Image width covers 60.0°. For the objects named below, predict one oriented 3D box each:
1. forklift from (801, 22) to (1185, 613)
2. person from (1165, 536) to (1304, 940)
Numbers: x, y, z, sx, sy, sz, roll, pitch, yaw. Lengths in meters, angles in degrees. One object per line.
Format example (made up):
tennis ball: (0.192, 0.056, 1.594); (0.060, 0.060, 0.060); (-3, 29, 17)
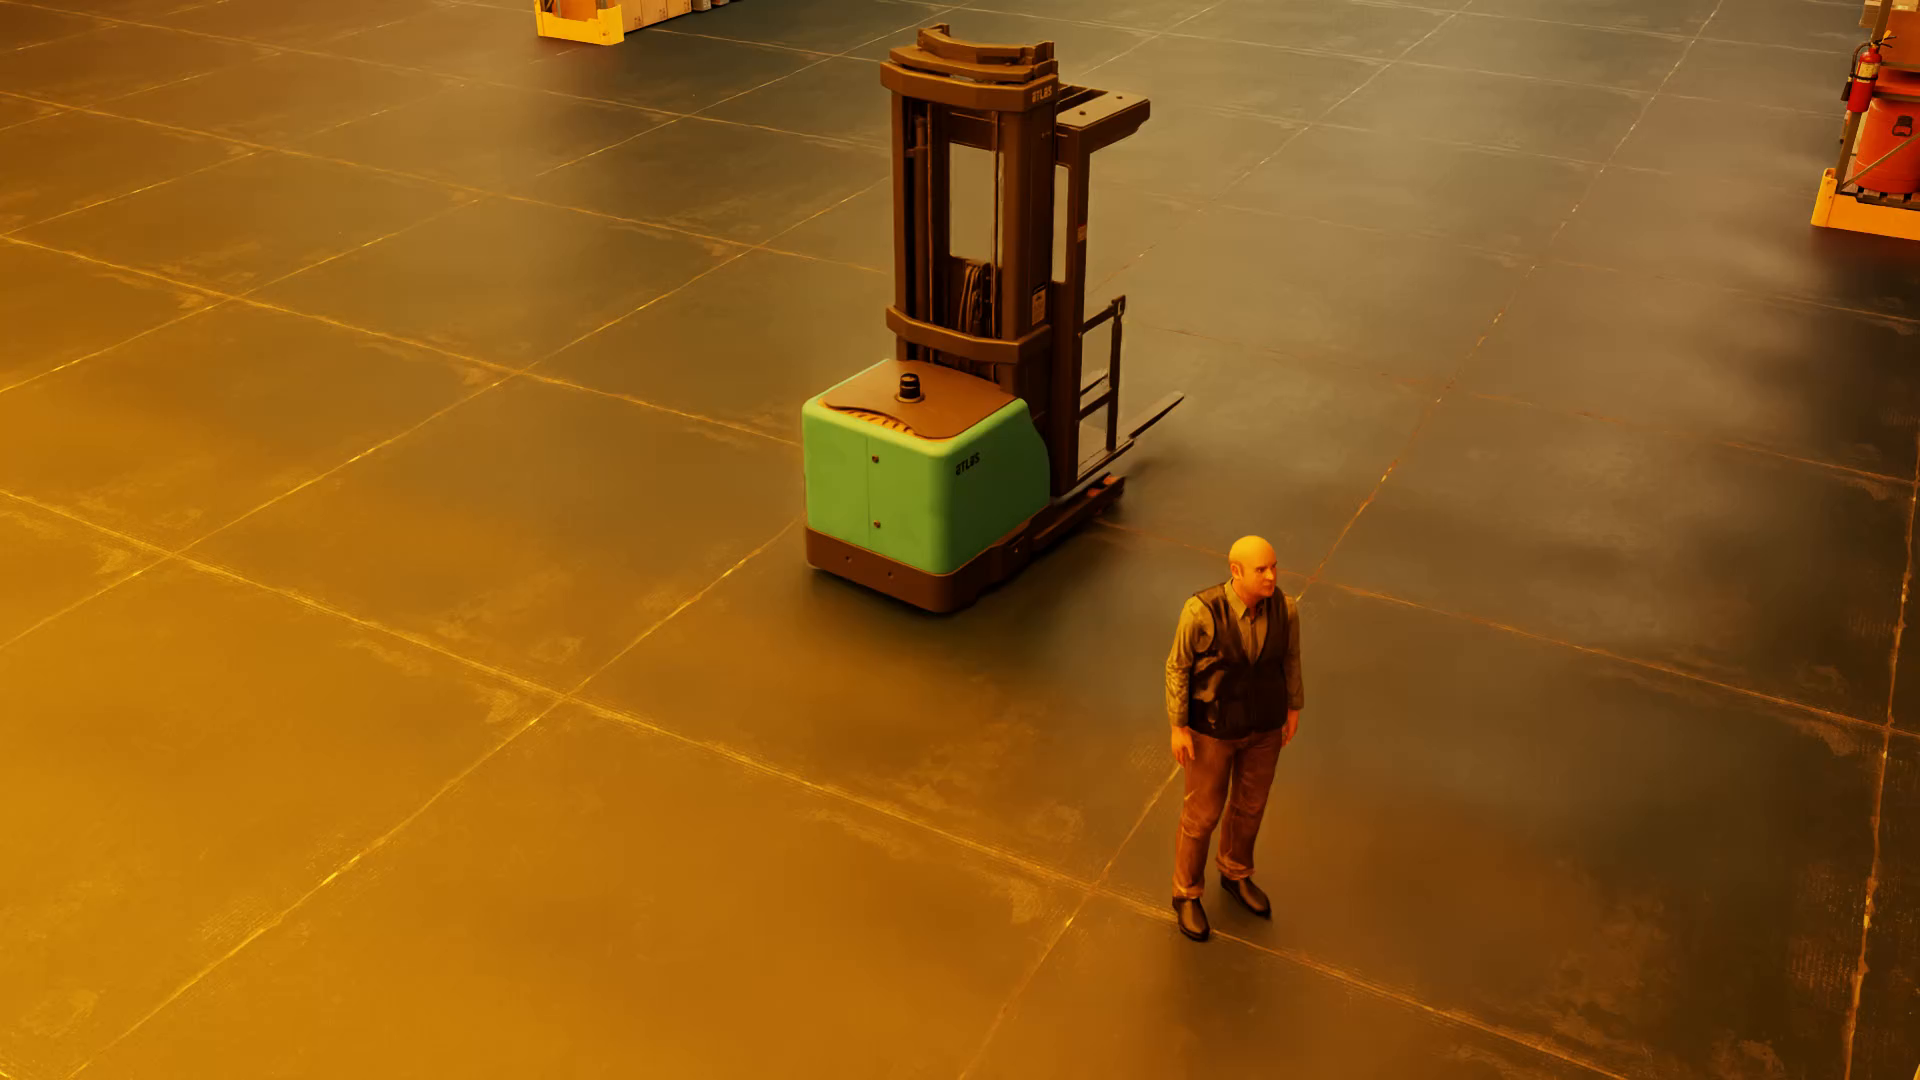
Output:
forklift: (0.374, -1.552, 9.760); (1.130, 2.935, 3.031); (20, 35, 30)
person: (1.161, 0.802, 6.893); (0.619, 1.732, 0.528); (-10, 31, -16)
